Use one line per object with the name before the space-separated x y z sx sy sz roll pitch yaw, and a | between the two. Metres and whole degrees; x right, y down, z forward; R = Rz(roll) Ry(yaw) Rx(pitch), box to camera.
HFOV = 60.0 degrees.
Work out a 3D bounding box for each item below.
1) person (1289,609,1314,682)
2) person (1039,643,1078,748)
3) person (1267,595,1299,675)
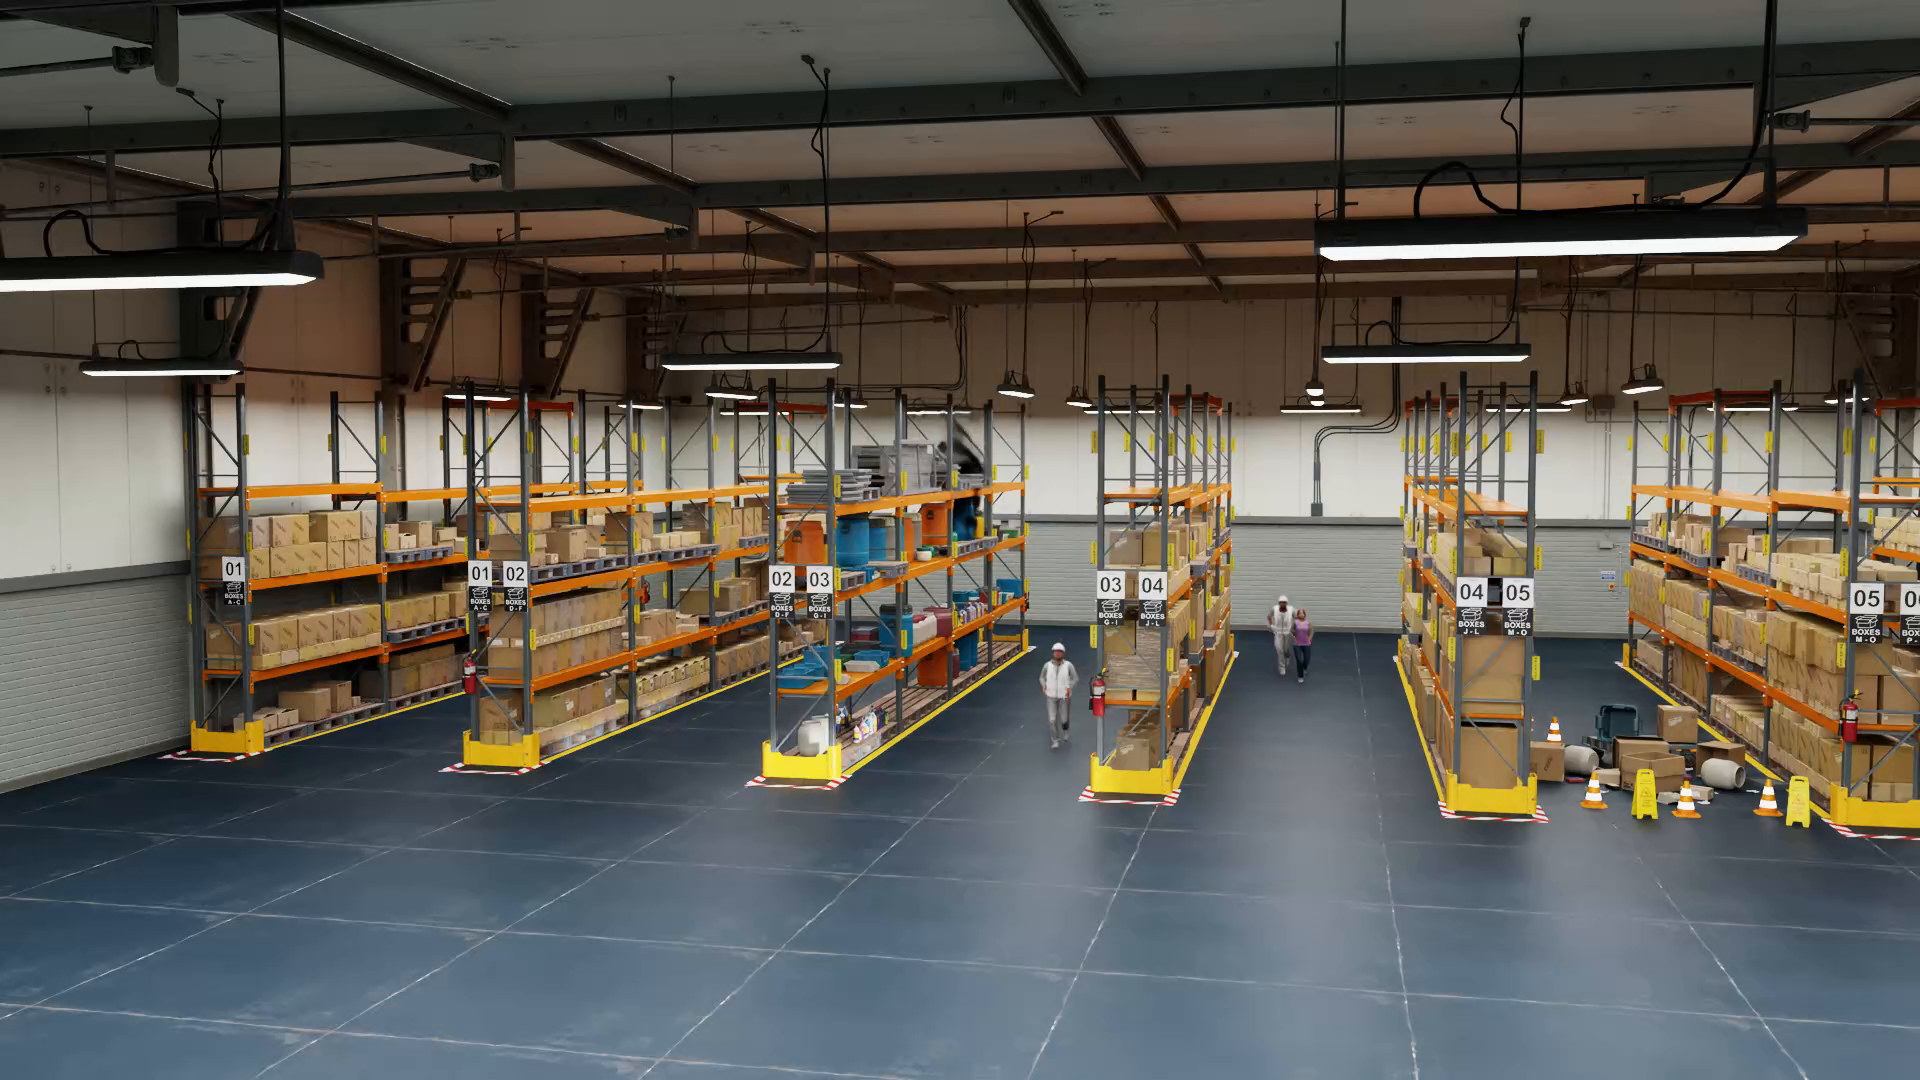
person | 7.194 2.222 35.027 0.531 1.552 0.555 0 3 6
person | 1.596 2.542 27.469 0.617 1.669 0.571 1 3 11
person | 7.075 2.052 36.423 0.670 1.731 0.980 1 3 16
